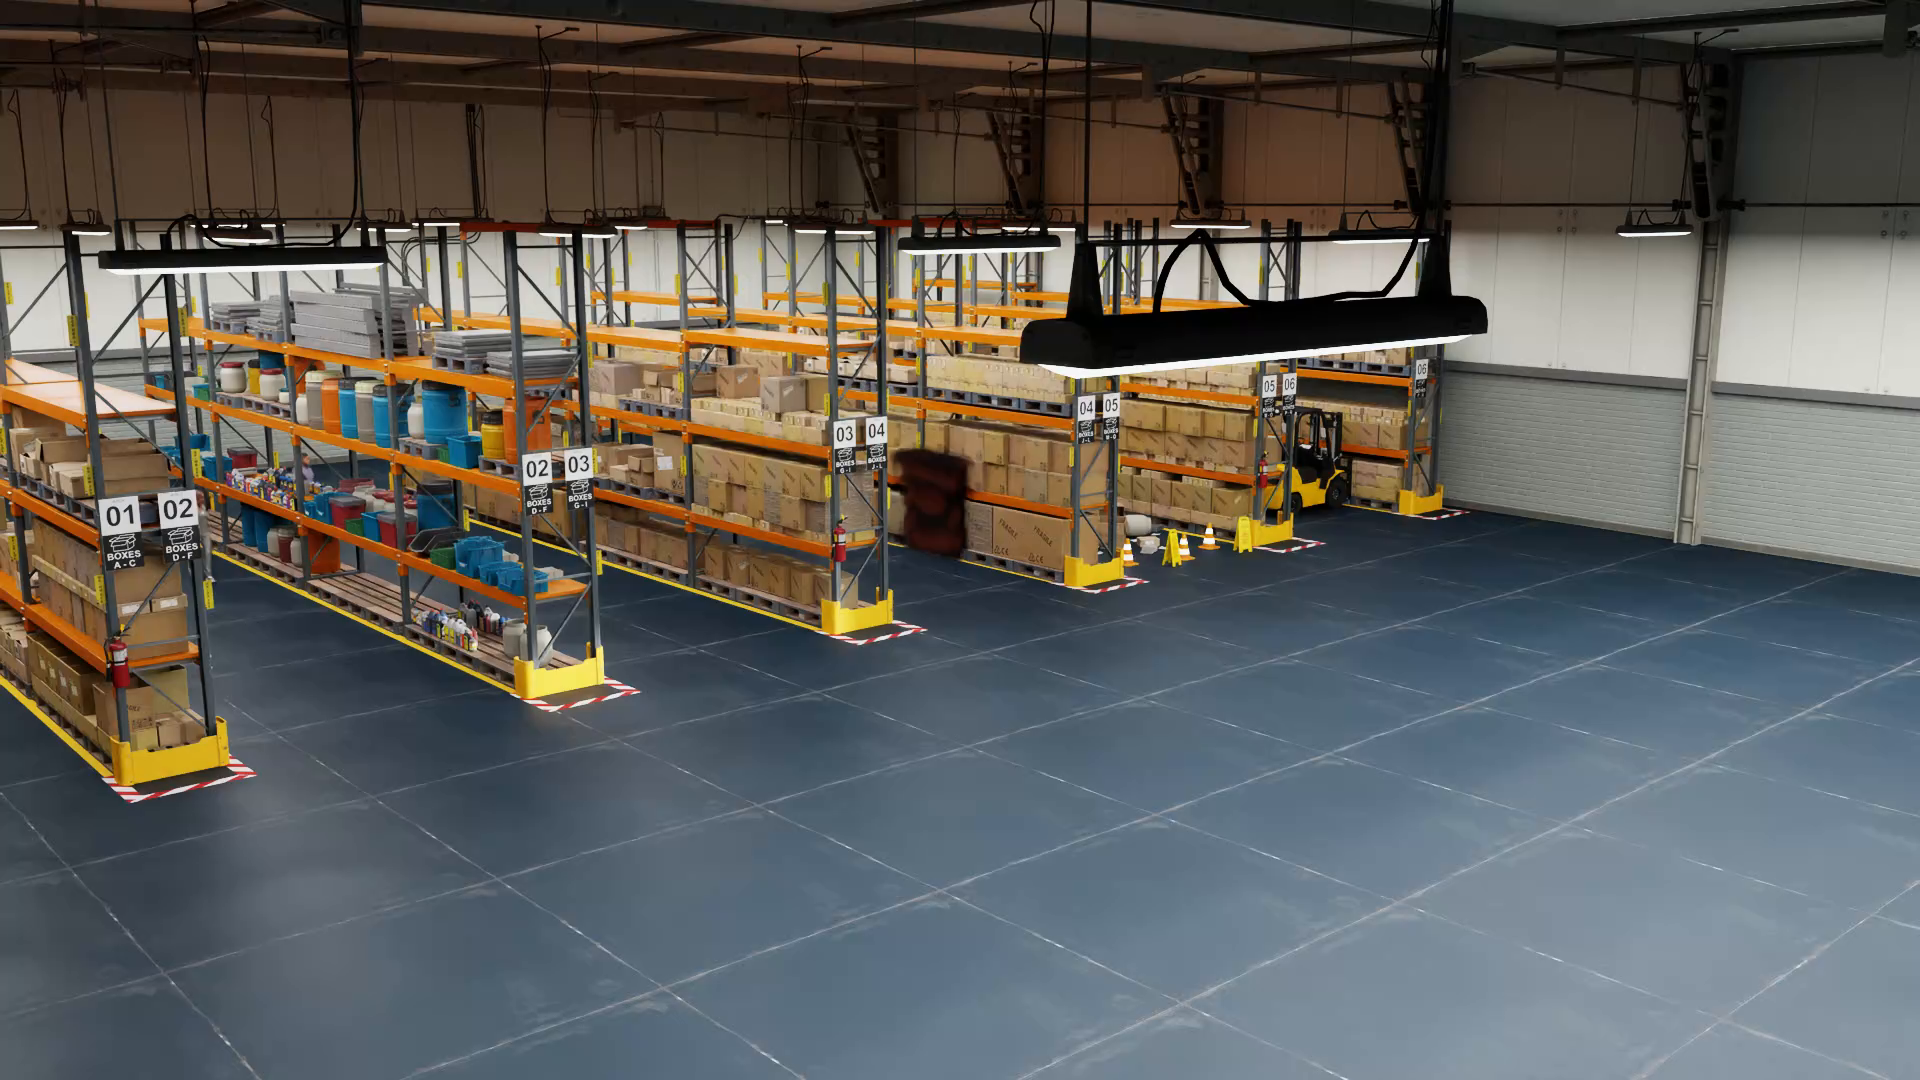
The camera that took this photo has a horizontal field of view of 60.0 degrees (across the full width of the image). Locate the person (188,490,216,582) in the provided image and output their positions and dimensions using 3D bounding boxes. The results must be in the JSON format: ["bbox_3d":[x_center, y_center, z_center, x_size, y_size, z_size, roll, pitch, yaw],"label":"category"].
[{"bbox_3d":[-12.976,-0.081,28.297,0.398,1.555,0.823,-10,15,-41],"label":"person"}]

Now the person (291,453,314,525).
[{"bbox_3d":[-12.749,-0.893,32.231,0.881,1.586,0.468,8,14,35],"label":"person"}]
